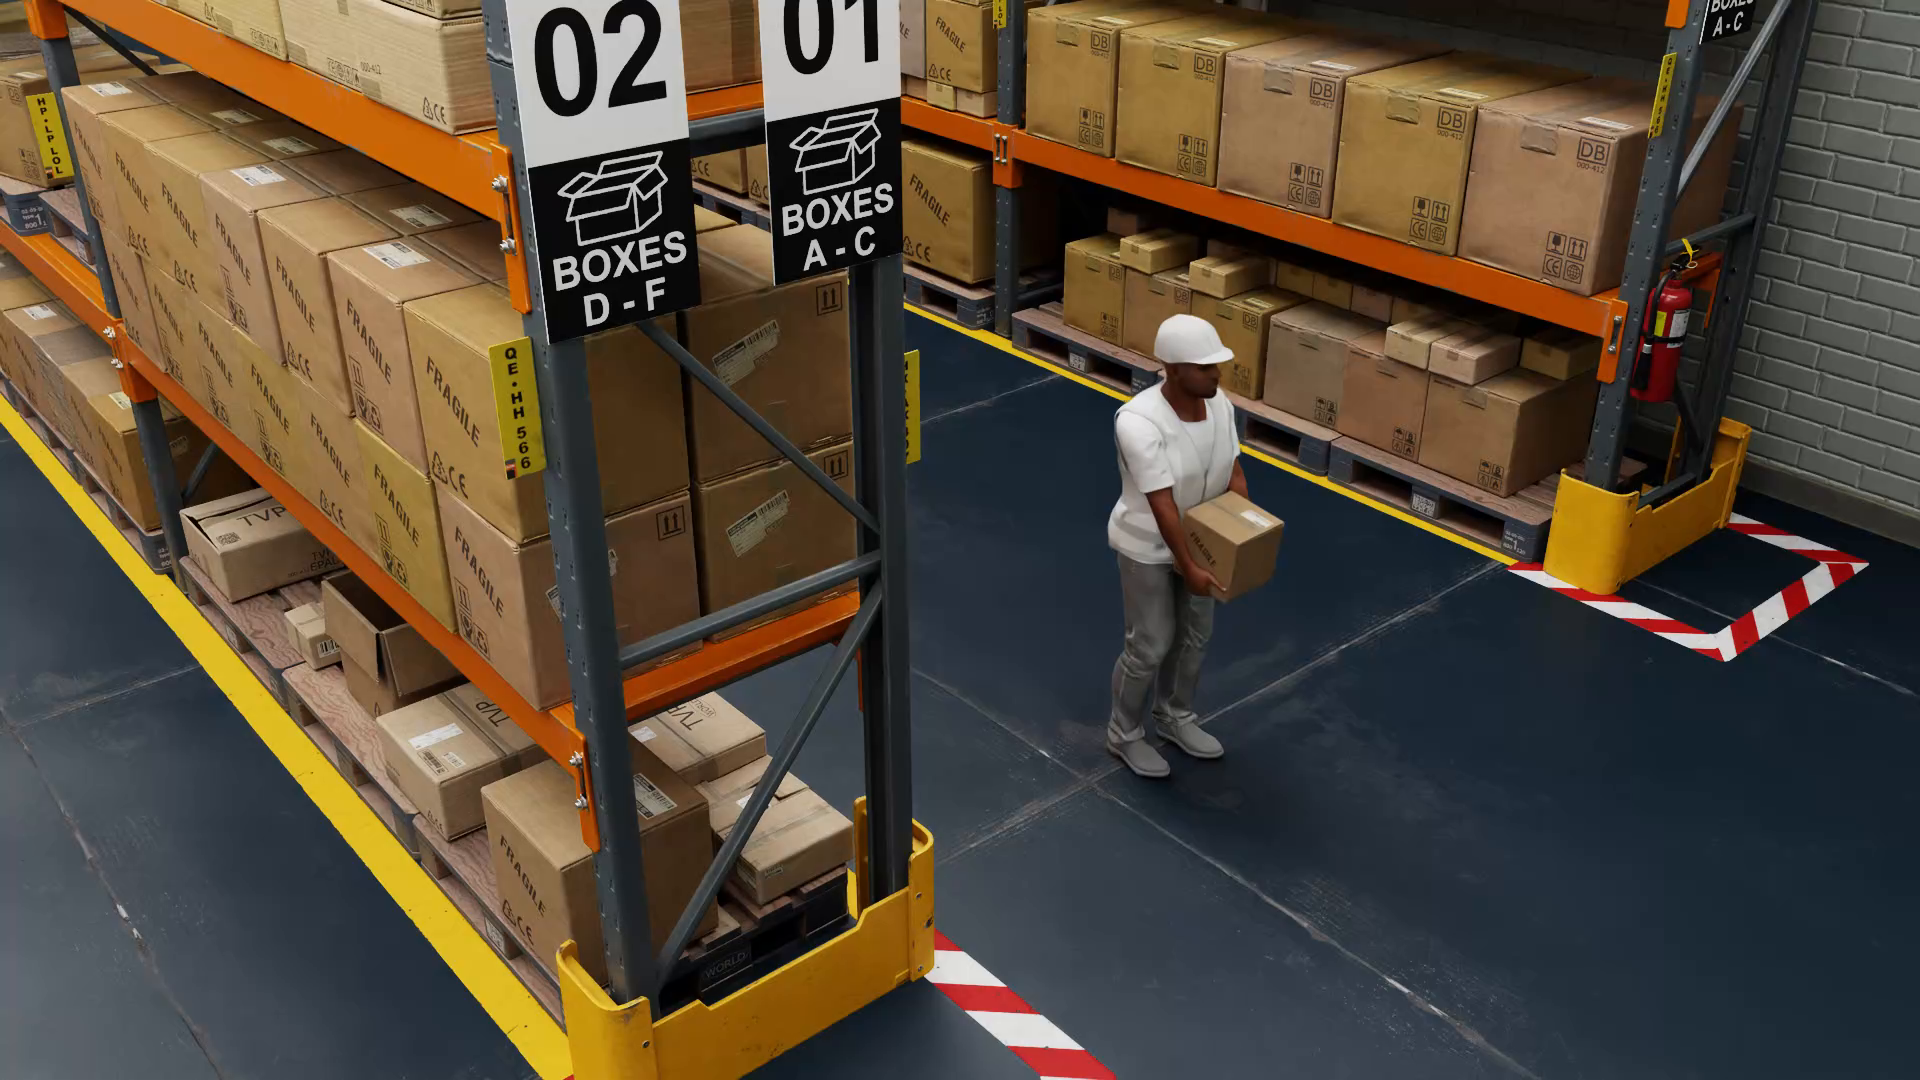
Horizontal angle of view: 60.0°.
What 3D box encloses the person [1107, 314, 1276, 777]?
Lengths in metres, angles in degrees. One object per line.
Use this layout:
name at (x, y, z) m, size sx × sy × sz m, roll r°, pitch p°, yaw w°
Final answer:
person at (0.835, 0.052, 6.002) m, size 0.505 × 1.762 × 0.573 m, roll -22°, pitch 35°, yaw -36°
